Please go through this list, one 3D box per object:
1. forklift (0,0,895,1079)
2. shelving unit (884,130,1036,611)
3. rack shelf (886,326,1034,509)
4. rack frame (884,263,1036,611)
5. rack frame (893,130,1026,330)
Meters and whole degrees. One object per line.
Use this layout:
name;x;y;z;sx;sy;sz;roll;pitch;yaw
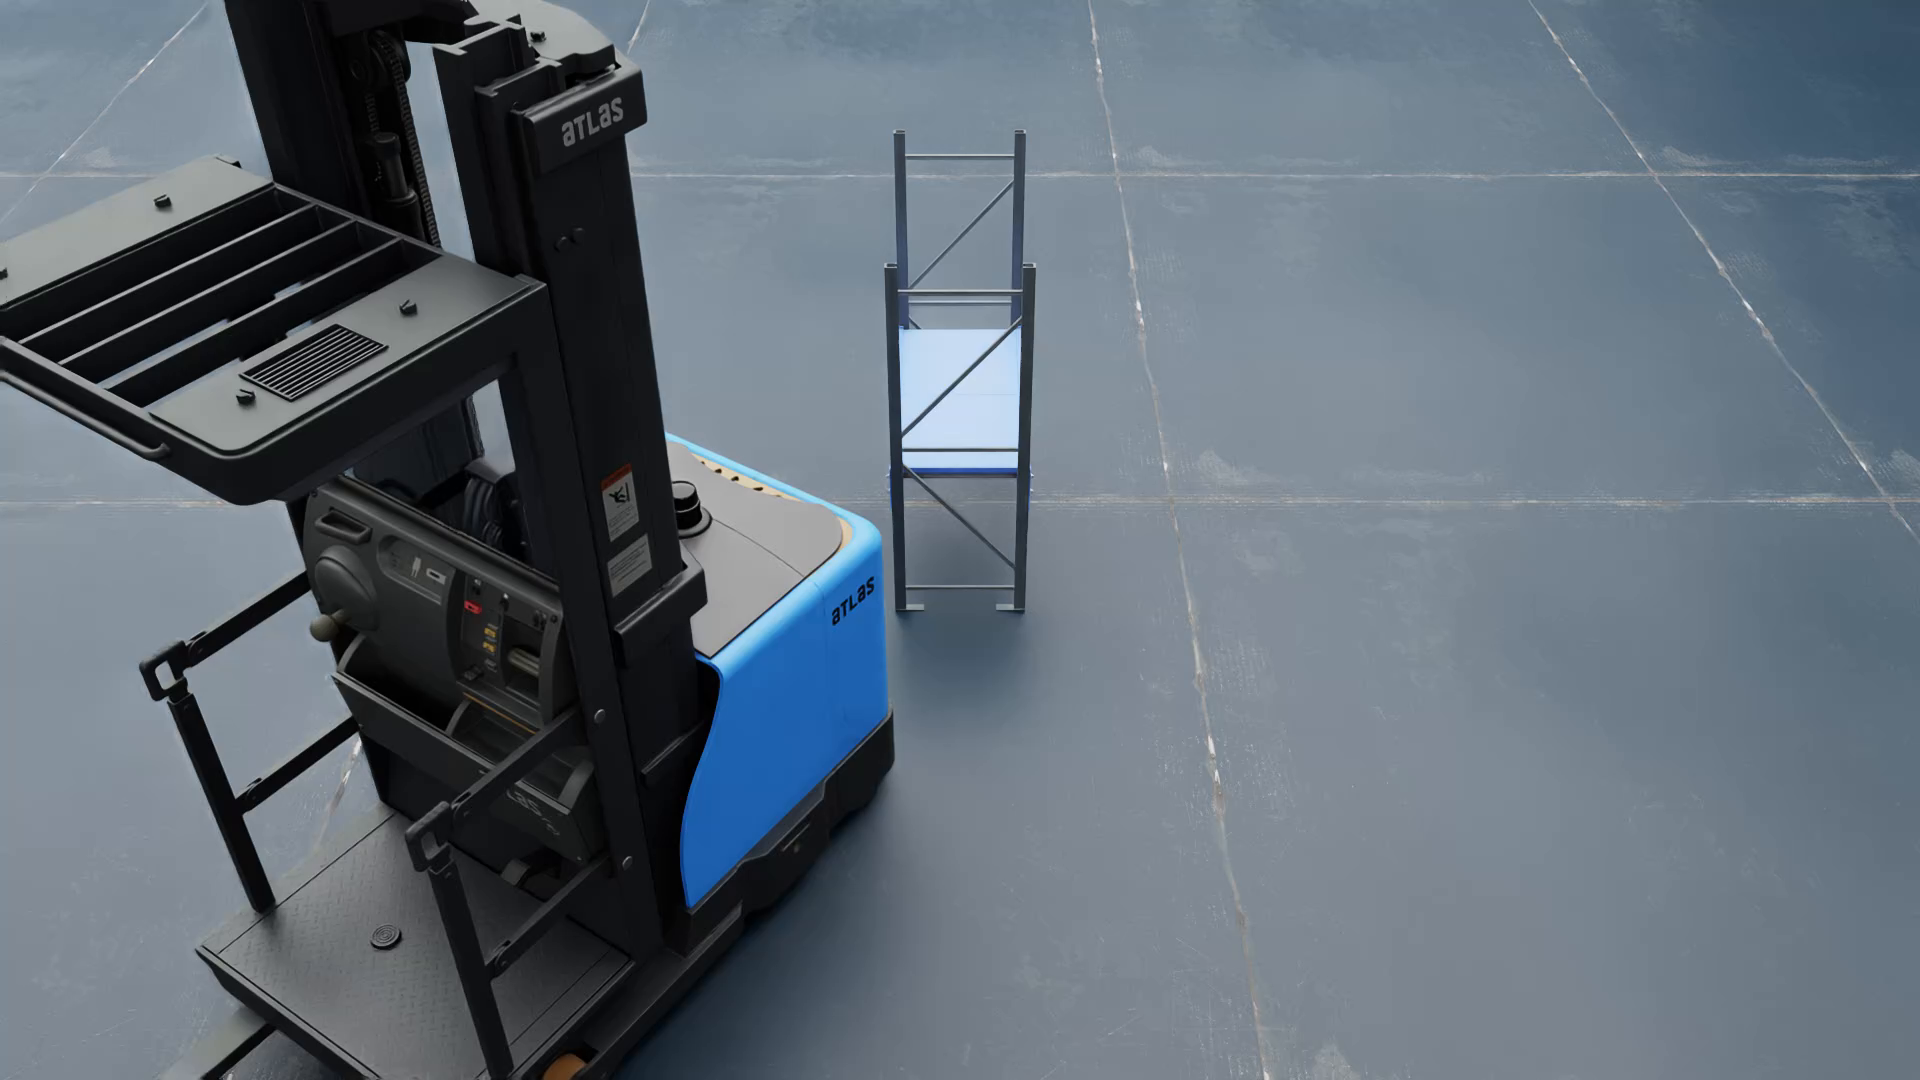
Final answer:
forklift;-1.472;0.238;4.109;1.130;2.935;3.031;23;44;26
shelving unit;0.000;-0.639;6.348;0.538;1.500;1.048;0;39;0
rack shelf;0.000;-0.498;6.460;0.538;0.185;1.000;0;39;0
rack frame;0.000;-0.321;5.951;0.500;1.500;0.032;0;39;0
rack frame;-0.001;-0.956;6.744;0.500;1.500;0.032;0;39;0
